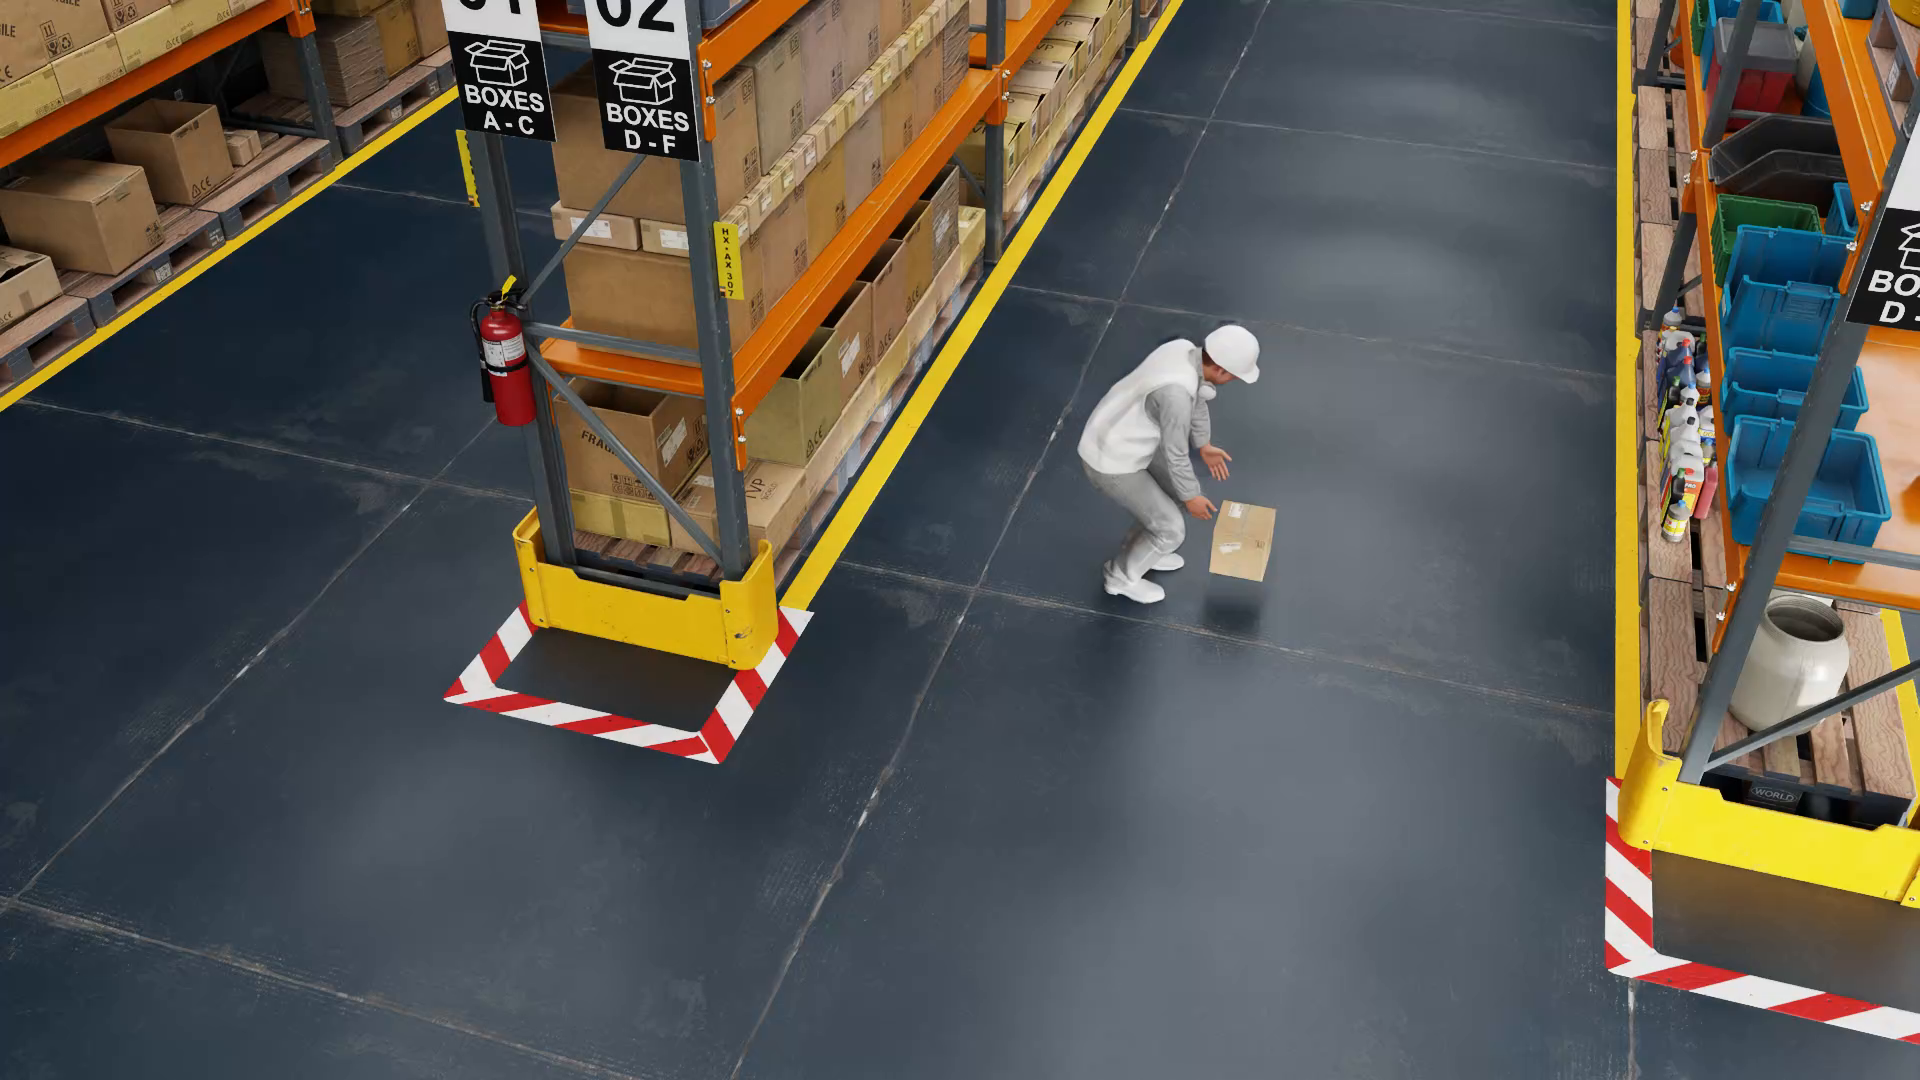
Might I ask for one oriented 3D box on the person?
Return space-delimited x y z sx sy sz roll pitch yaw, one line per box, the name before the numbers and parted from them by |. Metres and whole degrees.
person | 0.946 -0.399 7.701 0.767 1.422 0.592 11 38 14
